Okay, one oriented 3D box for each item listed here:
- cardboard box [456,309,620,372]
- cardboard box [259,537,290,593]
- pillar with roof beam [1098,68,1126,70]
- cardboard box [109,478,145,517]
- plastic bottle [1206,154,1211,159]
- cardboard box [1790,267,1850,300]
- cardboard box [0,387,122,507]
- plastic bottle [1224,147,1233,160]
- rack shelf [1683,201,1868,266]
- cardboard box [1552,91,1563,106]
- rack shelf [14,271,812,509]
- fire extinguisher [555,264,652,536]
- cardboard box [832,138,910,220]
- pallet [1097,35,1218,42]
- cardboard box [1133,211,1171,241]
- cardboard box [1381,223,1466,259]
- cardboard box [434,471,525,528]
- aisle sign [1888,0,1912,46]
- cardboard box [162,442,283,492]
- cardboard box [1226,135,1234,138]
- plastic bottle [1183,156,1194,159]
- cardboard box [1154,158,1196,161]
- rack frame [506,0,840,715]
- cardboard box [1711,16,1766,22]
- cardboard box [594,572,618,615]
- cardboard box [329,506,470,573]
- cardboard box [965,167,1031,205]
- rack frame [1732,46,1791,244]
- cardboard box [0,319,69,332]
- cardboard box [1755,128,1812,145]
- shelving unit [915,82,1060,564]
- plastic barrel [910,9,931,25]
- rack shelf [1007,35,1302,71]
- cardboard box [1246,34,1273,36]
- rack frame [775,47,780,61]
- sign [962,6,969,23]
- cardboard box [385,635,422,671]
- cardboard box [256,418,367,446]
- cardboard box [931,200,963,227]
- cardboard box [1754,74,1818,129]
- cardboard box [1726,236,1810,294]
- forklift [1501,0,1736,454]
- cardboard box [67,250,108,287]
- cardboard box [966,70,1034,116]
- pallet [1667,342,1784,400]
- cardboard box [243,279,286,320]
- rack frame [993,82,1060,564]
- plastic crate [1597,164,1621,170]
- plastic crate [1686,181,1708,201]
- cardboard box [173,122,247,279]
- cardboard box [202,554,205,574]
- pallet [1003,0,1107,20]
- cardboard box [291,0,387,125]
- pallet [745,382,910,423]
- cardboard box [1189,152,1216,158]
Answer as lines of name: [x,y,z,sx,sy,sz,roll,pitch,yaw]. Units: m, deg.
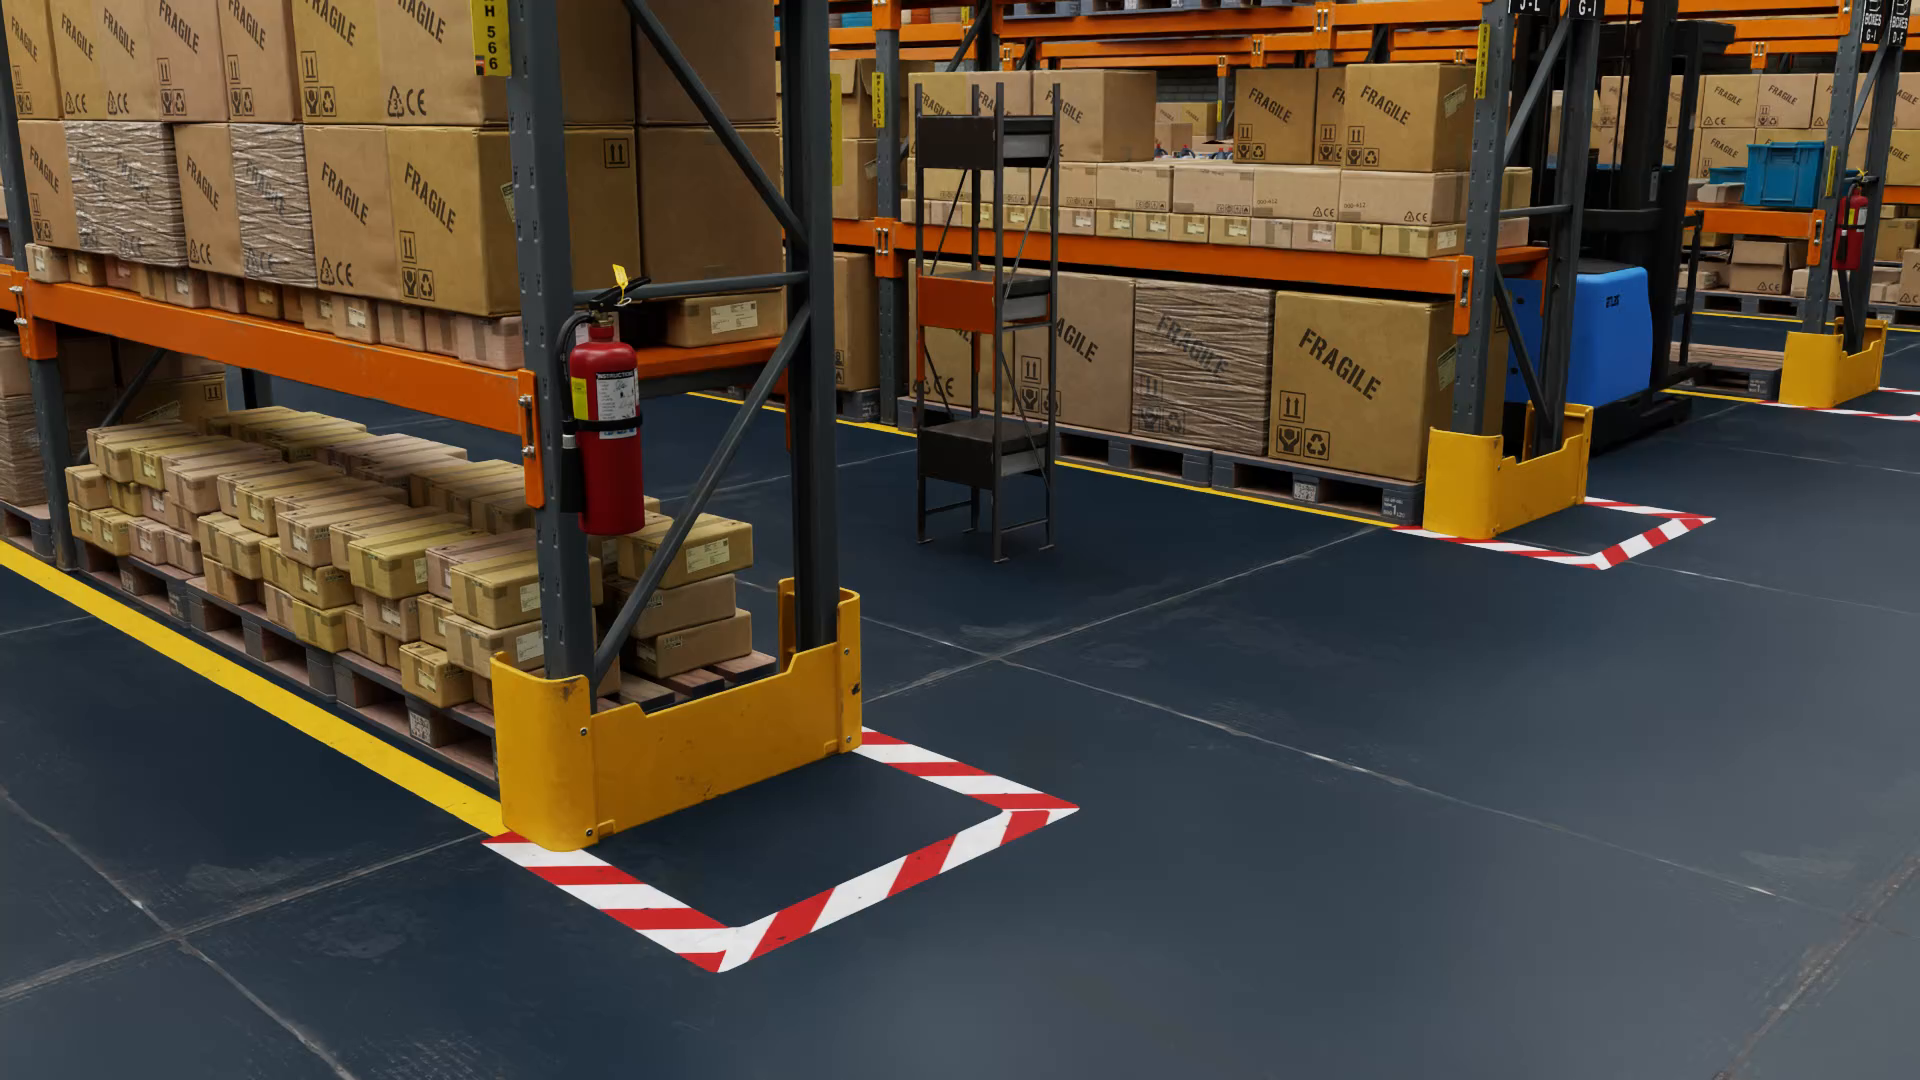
cardboard box: [-1.197,-0.586,4.730,0.250,0.149,0.380,14,20,42]
cardboard box: [-2.273,0.063,5.972,0.380,0.149,0.250,-13,20,-41]
pillar with roof beam: [-0.338,-9.238,25.539,0.400,9.000,9.100,14,20,42]
cardboard box: [-3.362,-0.220,7.058,0.250,0.149,0.380,14,20,43]
plastic bottle: [2.341,-3.499,15.667,0.097,0.271,0.097,0,15,0]
cardboard box: [8.403,-2.486,16.105,0.500,0.250,0.500,14,20,42]
cardboard box: [-4.353,-0.479,7.946,0.500,0.500,0.500,13,20,41]
plastic bottle: [2.386,-3.319,14.820,0.185,0.351,0.144,14,20,42]
rack shelf: [4.748,-2.485,12.948,4.000,0.370,1.077,14,20,42]
cardboard box: [8.203,-5.939,22.463,0.500,0.250,0.500,14,20,43]
rack shelf: [-2.206,-0.704,6.110,4.000,0.370,1.077,14,20,42]
fire extinguisher: [-0.905,-0.356,4.242,0.183,0.674,0.296,14,20,42]
cardboard box: [-0.656,-2.365,10.861,0.500,0.500,0.500,14,20,42]
pallet: [2.512,-6.440,21.123,1.003,0.211,1.213,-13,20,-42]
cardboard box: [1.165,-1.733,9.132,0.380,0.149,0.250,-14,20,-43]
cardboard box: [2.265,-1.465,8.105,0.380,0.149,0.250,-14,20,-43]
cardboard box: [-1.711,-0.139,6.158,0.380,0.149,0.250,-14,20,-42]
aisle sign: [6.445,-3.783,11.344,0.004,0.787,0.394,14,20,42]
cardboard box: [-2.964,-0.280,6.697,0.250,0.149,0.380,13,19,41]
cardboard box: [4.236,-6.440,26.956,0.500,0.250,0.500,14,20,43]
plastic bottle: [2.077,-3.309,14.930,0.135,0.276,0.152,14,20,42]
cardboard box: [1.112,-2.147,9.929,0.500,0.250,0.500,-14,20,-43]
rack frame: [-0.766,-0.702,4.676,0.127,3.000,1.000,14,20,42]
cardboard box: [7.643,-5.155,16.114,0.500,0.250,0.500,14,20,42]
cardboard box: [-1.123,0.134,5.699,0.250,0.149,0.380,14,20,42]
cardboard box: [-1.881,0.007,5.599,0.250,0.149,0.380,13,19,40]
cardboard box: [0.381,-2.138,9.896,0.500,0.250,0.500,14,20,42]
rack frame: [10.185,-4.982,21.102,0.127,3.000,1.000,14,20,42]
cardboard box: [-4.718,-0.935,8.209,0.500,0.250,0.500,-13,20,-42]
cardboard box: [8.023,-3.726,16.084,0.500,0.500,0.500,13,20,41]
shelving unit: [0.119,-0.987,7.556,0.503,2.100,0.431,14,20,42]
plastic barrel: [-0.483,-5.840,17.597,0.708,0.830,0.600,14,20,42]
rack shelf: [2.430,-6.235,21.391,4.000,0.370,1.077,14,20,42]
cardboard box: [4.764,-7.975,25.608,0.500,0.500,0.500,-11,18,-36]
rack frame: [-2.451,-4.583,19.574,0.127,3.000,1.000,14,20,42]
sign: [0.052,-5.183,16.134,0.005,0.325,0.100,14,20,42]
cardboard box: [-1.675,0.332,5.530,0.250,0.149,0.380,14,20,42]
cardboard box: [-2.813,-0.418,7.230,0.250,0.149,0.380,13,20,42]
cardboard box: [0.041,-2.005,10.175,0.250,0.149,0.380,13,19,40]
cardboard box: [8.007,-4.210,15.959,0.500,0.500,0.500,-14,20,-42]
cardboard box: [8.105,-2.759,16.649,0.637,0.503,0.797,14,20,42]
forklift: [4.172,-2.234,10.692,1.130,2.935,3.031,12,19,38]
cardboard box: [-3.431,-1.139,6.854,0.380,0.149,0.250,-14,20,-43]
cardboard box: [0.387,-2.501,9.801,0.500,0.500,0.500,14,20,42]
pallet: [5.621,-1.285,12.446,1.213,0.211,1.003,14,20,42]
cardboard box: [-2.265,-0.871,5.823,0.250,0.149,0.380,14,20,43]
rack frame: [0.295,-0.944,7.392,0.015,2.100,0.400,14,20,42]
plastic crate: [5.074,-2.817,13.008,0.300,0.233,0.416,14,20,42]
plastic crate: [5.276,-2.548,12.165,0.243,0.136,0.396,14,20,42]
cardboard box: [-2.359,-1.193,5.774,0.500,0.500,0.500,-13,20,-41]
cardboard box: [-2.764,0.053,6.599,0.250,0.149,0.380,13,19,40]
pallet: [0.911,-5.092,15.951,1.213,0.211,1.003,14,20,42]
cardboard box: [-1.633,-1.501,4.974,0.500,0.500,0.500,13,19,40]
pallet: [-0.738,-1.056,11.567,1.213,0.211,1.003,14,20,42]
cardboard box: [3.030,-4.767,20.778,0.250,0.149,0.380,14,20,42]
